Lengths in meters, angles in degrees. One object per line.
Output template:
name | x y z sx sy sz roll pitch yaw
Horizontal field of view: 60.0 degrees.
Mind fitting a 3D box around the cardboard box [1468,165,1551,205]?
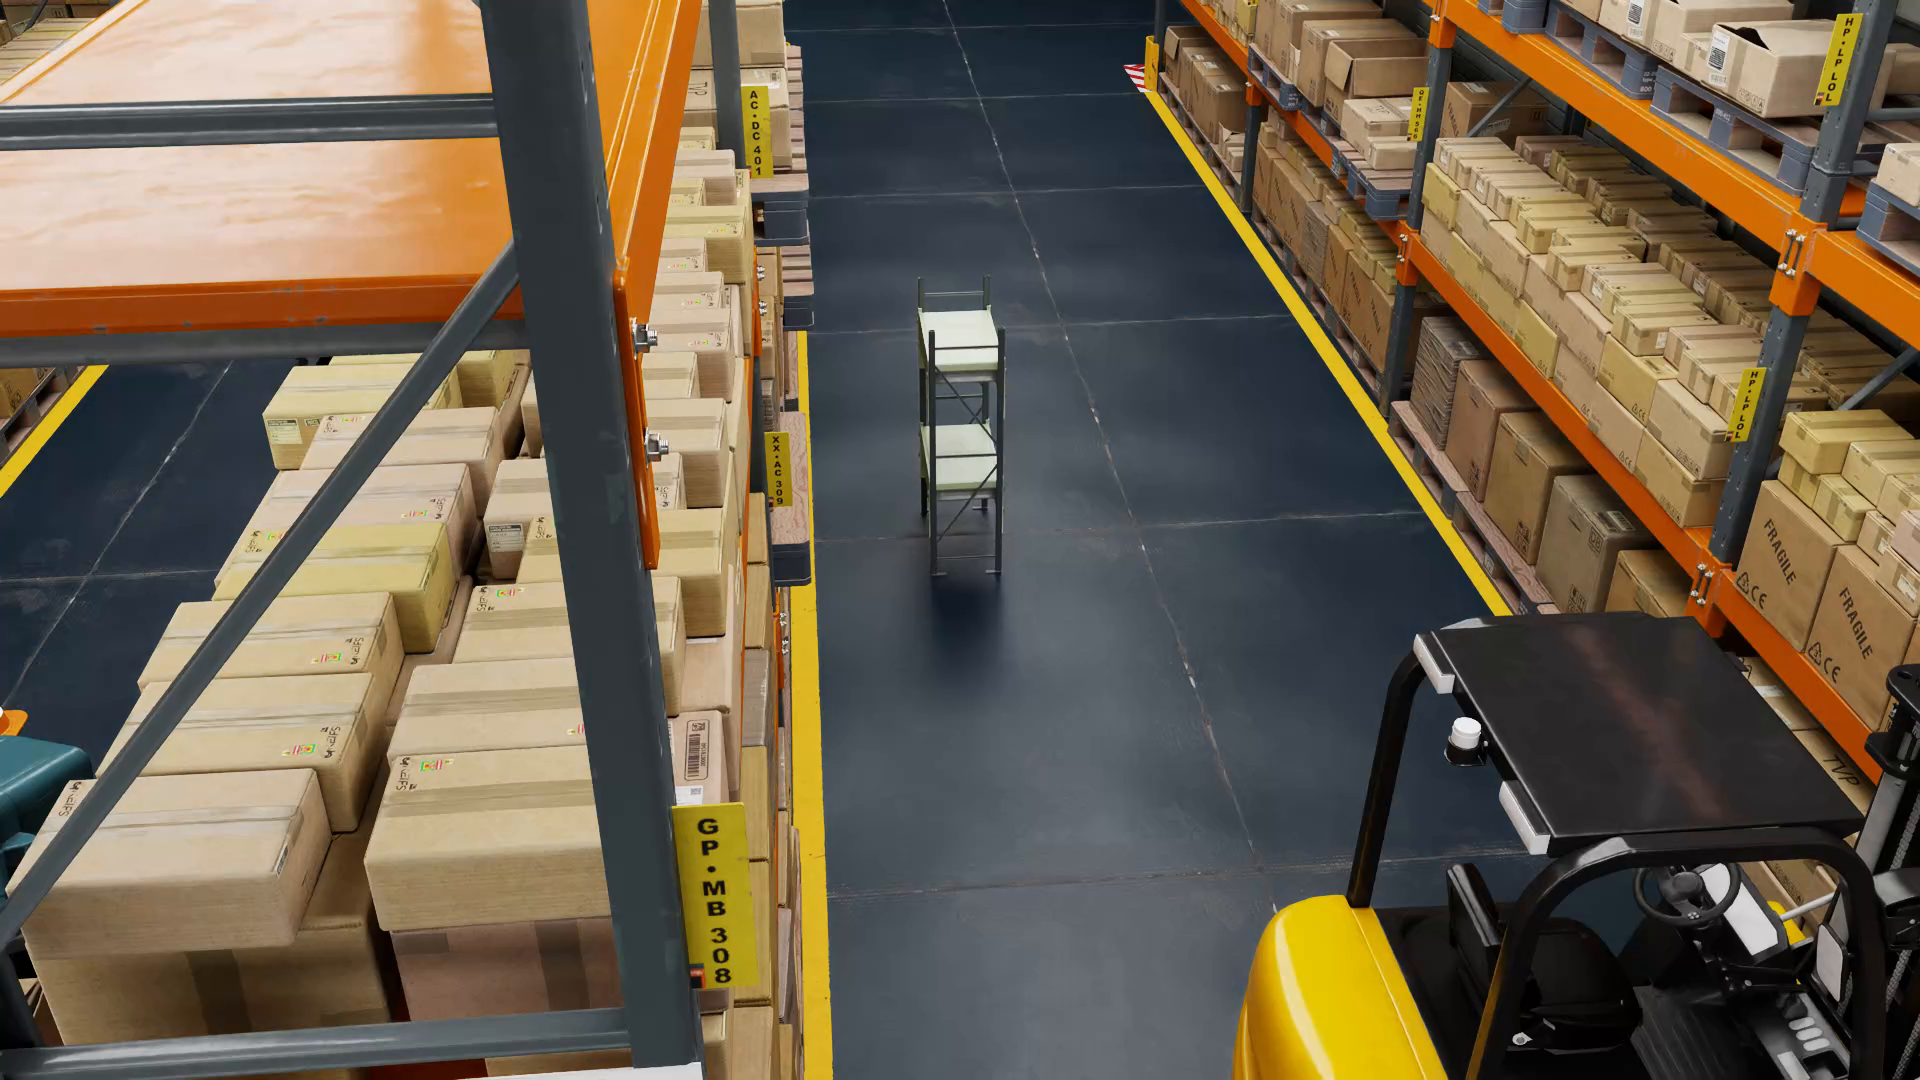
cardboard box | 3.136 -2.030 9.493 0.380 0.149 0.250 -2 31 -3

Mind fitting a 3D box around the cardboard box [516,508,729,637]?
cardboard box | -0.651 0.069 3.252 0.380 0.149 0.250 -3 31 -5

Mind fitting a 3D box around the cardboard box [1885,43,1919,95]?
cardboard box | 3.814 -1.955 6.911 0.380 0.149 0.250 -3 31 -5

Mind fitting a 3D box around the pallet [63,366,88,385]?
pallet | -6.719 -1.446 11.966 1.003 0.211 1.213 -3 31 -5

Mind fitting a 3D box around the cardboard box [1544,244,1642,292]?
cardboard box | 3.194 -1.377 8.400 0.380 0.149 0.250 -4 31 -6

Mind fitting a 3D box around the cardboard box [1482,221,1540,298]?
cardboard box | 3.199 -1.540 9.062 0.500 0.250 0.500 -4 31 -6

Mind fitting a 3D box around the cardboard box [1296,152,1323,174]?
cardboard box | 2.896 -2.976 13.203 0.380 0.149 0.250 -3 31 -5

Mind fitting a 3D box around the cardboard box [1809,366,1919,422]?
cardboard box | 3.878 -0.620 7.134 0.380 0.149 0.250 -3 31 -6

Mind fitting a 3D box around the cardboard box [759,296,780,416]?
cardboard box | -1.050 -0.729 7.249 0.500 0.500 0.500 -3 31 -4

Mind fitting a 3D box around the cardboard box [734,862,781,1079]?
cardboard box | -0.739 1.222 4.391 0.500 0.500 0.500 -3 31 -6

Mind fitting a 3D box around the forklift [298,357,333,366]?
forklift | -3.394 -1.708 9.751 1.130 2.935 3.031 -2 31 -3

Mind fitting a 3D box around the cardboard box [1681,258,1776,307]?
cardboard box | 3.812 -1.274 8.228 0.380 0.149 0.250 -3 31 -5

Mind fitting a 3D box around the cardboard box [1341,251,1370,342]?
cardboard box | 3.034 -1.720 11.733 0.500 0.500 0.500 -3 31 -5

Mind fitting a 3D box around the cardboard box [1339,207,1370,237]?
cardboard box | 2.985 -2.316 12.098 0.380 0.149 0.250 -3 31 -5

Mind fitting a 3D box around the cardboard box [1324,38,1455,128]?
cardboard box | 2.987 -3.201 11.673 0.797 0.503 0.637 -3 31 -6

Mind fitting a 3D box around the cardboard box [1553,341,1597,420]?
cardboard box | 3.322 -0.801 8.312 0.500 0.250 0.500 -3 31 -4

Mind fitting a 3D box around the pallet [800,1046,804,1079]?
pallet | -1.029 2.293 5.705 1.003 0.211 1.213 -3 31 -5

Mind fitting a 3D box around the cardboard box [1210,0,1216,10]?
cardboard box | 2.542 -5.025 15.483 0.380 0.149 0.250 -3 31 -5

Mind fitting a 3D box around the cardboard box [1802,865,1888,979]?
cardboard box | 3.520 1.452 6.178 0.500 0.250 0.500 -3 31 -5

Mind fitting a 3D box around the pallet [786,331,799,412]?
pallet | -1.617 -1.121 11.421 1.003 0.211 1.213 -3 31 -5

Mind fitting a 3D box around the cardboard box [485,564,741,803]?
cardboard box | -0.690 0.294 3.263 0.500 0.250 0.500 -3 31 -5

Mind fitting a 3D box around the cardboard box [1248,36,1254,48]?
cardboard box | 2.669 -4.237 14.163 0.380 0.149 0.250 -2 31 -4

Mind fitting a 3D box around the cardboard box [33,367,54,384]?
cardboard box | -6.399 -1.360 11.130 0.500 0.500 0.500 -2 31 -4

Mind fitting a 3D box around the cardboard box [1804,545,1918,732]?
cardboard box | 3.544 0.352 6.138 0.500 0.500 0.500 -2 31 -4

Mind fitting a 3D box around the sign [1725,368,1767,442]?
sign | 3.158 -0.542 6.680 0.100 0.325 0.005 -3 31 -5

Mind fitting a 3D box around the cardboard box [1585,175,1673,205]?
cardboard box | 3.747 -1.931 9.328 0.380 0.149 0.250 -3 31 -6

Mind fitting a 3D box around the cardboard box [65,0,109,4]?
cardboard box | -6.710 -4.507 13.008 0.500 0.500 0.500 -2 31 -3

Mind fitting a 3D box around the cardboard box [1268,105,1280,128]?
cardboard box | 2.779 -3.514 13.814 0.380 0.149 0.250 -3 31 -5

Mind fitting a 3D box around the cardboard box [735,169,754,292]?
cardboard box | -0.935 -1.007 5.442 0.500 0.250 0.500 -3 31 -5

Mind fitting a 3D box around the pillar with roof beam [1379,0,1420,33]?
pillar with roof beam | -0.504 -6.962 12.630 9.100 9.000 0.400 -3 31 -5

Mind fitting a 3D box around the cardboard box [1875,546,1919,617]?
cardboard box | 3.492 0.138 5.864 0.380 0.149 0.250 -2 31 -3

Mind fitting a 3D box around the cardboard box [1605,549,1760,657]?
cardboard box | 3.638 0.464 7.954 0.875 0.625 0.625 -1 31 -2

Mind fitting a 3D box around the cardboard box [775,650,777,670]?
cardboard box | -0.880 0.515 6.208 0.380 0.149 0.250 -2 31 -3

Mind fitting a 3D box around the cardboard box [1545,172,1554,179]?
cardboard box | 3.642 -2.086 9.976 0.500 0.250 0.500 -2 31 -3

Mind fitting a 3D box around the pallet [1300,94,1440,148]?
pallet | 3.137 -3.062 12.138 1.003 0.211 1.213 -3 31 -5

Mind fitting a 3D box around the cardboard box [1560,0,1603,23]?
cardboard box | 3.244 -2.804 7.990 0.500 0.500 0.500 -2 31 -3

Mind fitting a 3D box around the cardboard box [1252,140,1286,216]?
cardboard box | 2.771 -3.043 13.948 0.500 0.500 0.500 -1 31 -2

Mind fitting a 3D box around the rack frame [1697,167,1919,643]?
rack frame | 3.697 -0.109 7.008 1.000 3.000 0.127 -3 31 -5

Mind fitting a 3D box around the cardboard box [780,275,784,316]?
cardboard box | -1.133 -1.300 8.836 0.380 0.149 0.250 -2 31 -4

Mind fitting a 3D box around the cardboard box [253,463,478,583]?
cardboard box | -1.212 -0.028 3.415 0.380 0.149 0.250 -3 31 -5

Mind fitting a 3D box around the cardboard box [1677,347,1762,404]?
cardboard box | 3.402 -0.725 7.309 0.380 0.149 0.250 -3 31 -5

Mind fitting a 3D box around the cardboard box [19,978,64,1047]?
cardboard box | -3.651 1.933 5.890 0.797 0.637 0.503 -3 31 -5

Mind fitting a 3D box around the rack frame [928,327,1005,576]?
rack frame | 0.035 -0.454 9.047 0.400 1.500 0.023 -3 31 -5

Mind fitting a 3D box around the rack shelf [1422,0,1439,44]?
rack shelf | 3.137 -4.152 11.552 1.077 0.370 4.000 -3 31 -5

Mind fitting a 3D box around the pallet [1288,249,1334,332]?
pallet | 3.181 -1.959 12.824 1.003 0.211 1.213 -3 31 -5

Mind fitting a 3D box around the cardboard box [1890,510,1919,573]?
cardboard box | 3.501 0.014 5.782 0.380 0.149 0.250 -2 31 -3

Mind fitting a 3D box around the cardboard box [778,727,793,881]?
cardboard box | -0.922 1.098 6.528 0.500 0.500 0.500 -3 31 -5

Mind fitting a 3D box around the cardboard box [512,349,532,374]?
cardboard box | -1.384 -0.464 4.532 0.500 0.250 0.500 -2 31 -4

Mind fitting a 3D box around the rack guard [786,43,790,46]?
rack guard | -2.368 -4.935 17.525 1.175 0.500 0.348 -3 31 -5

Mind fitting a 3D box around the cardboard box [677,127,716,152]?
cardboard box | -0.997 -1.241 5.444 0.380 0.149 0.250 -2 31 -4

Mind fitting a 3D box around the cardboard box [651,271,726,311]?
cardboard box | -0.809 -0.581 4.340 0.380 0.149 0.250 -2 31 -4

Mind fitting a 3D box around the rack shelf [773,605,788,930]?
rack shelf | -1.057 1.460 5.082 1.077 0.370 4.000 -3 31 -5

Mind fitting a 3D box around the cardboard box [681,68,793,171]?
cardboard box | -0.900 -1.591 6.300 0.500 0.250 0.500 -4 31 -6

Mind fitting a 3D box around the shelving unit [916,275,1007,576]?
shelving unit | 0.001 -0.640 9.360 0.431 1.500 0.755 -3 31 -5

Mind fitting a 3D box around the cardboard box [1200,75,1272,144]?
cardboard box | 2.677 -4.058 15.647 0.700 0.500 0.500 -4 31 -6

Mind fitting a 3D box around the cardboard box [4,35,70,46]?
cardboard box | -6.631 -3.528 11.987 0.380 0.149 0.250 -4 31 -6

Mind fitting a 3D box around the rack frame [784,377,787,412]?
rack frame | -1.618 -1.912 10.026 1.000 3.000 0.127 -3 31 -5
